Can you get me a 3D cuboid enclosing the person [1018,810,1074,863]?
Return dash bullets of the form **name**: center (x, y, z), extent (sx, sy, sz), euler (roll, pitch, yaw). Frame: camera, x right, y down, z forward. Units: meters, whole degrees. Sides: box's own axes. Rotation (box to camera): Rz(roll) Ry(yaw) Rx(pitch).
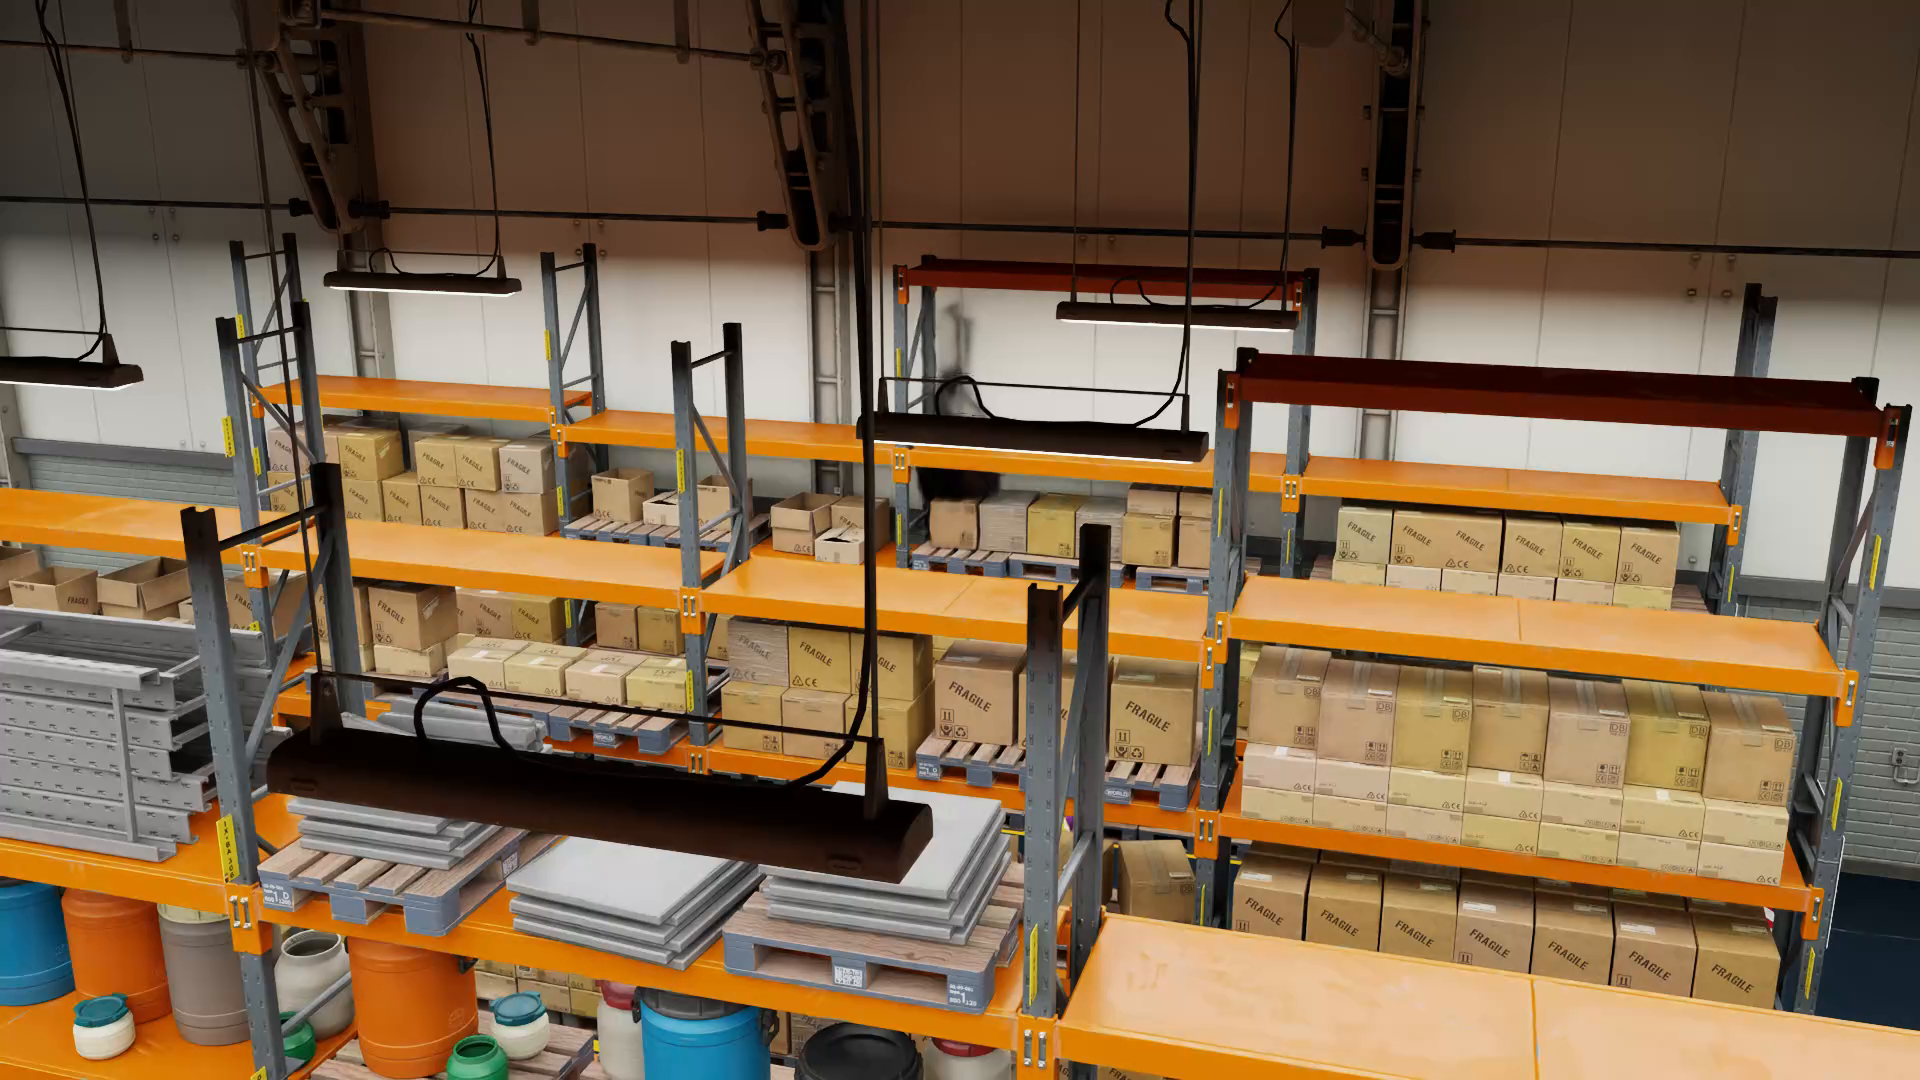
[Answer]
- **person**: center (0.852, 3.090, 14.906), extent (0.878, 1.679, 0.682), euler (5, 17, 15)
